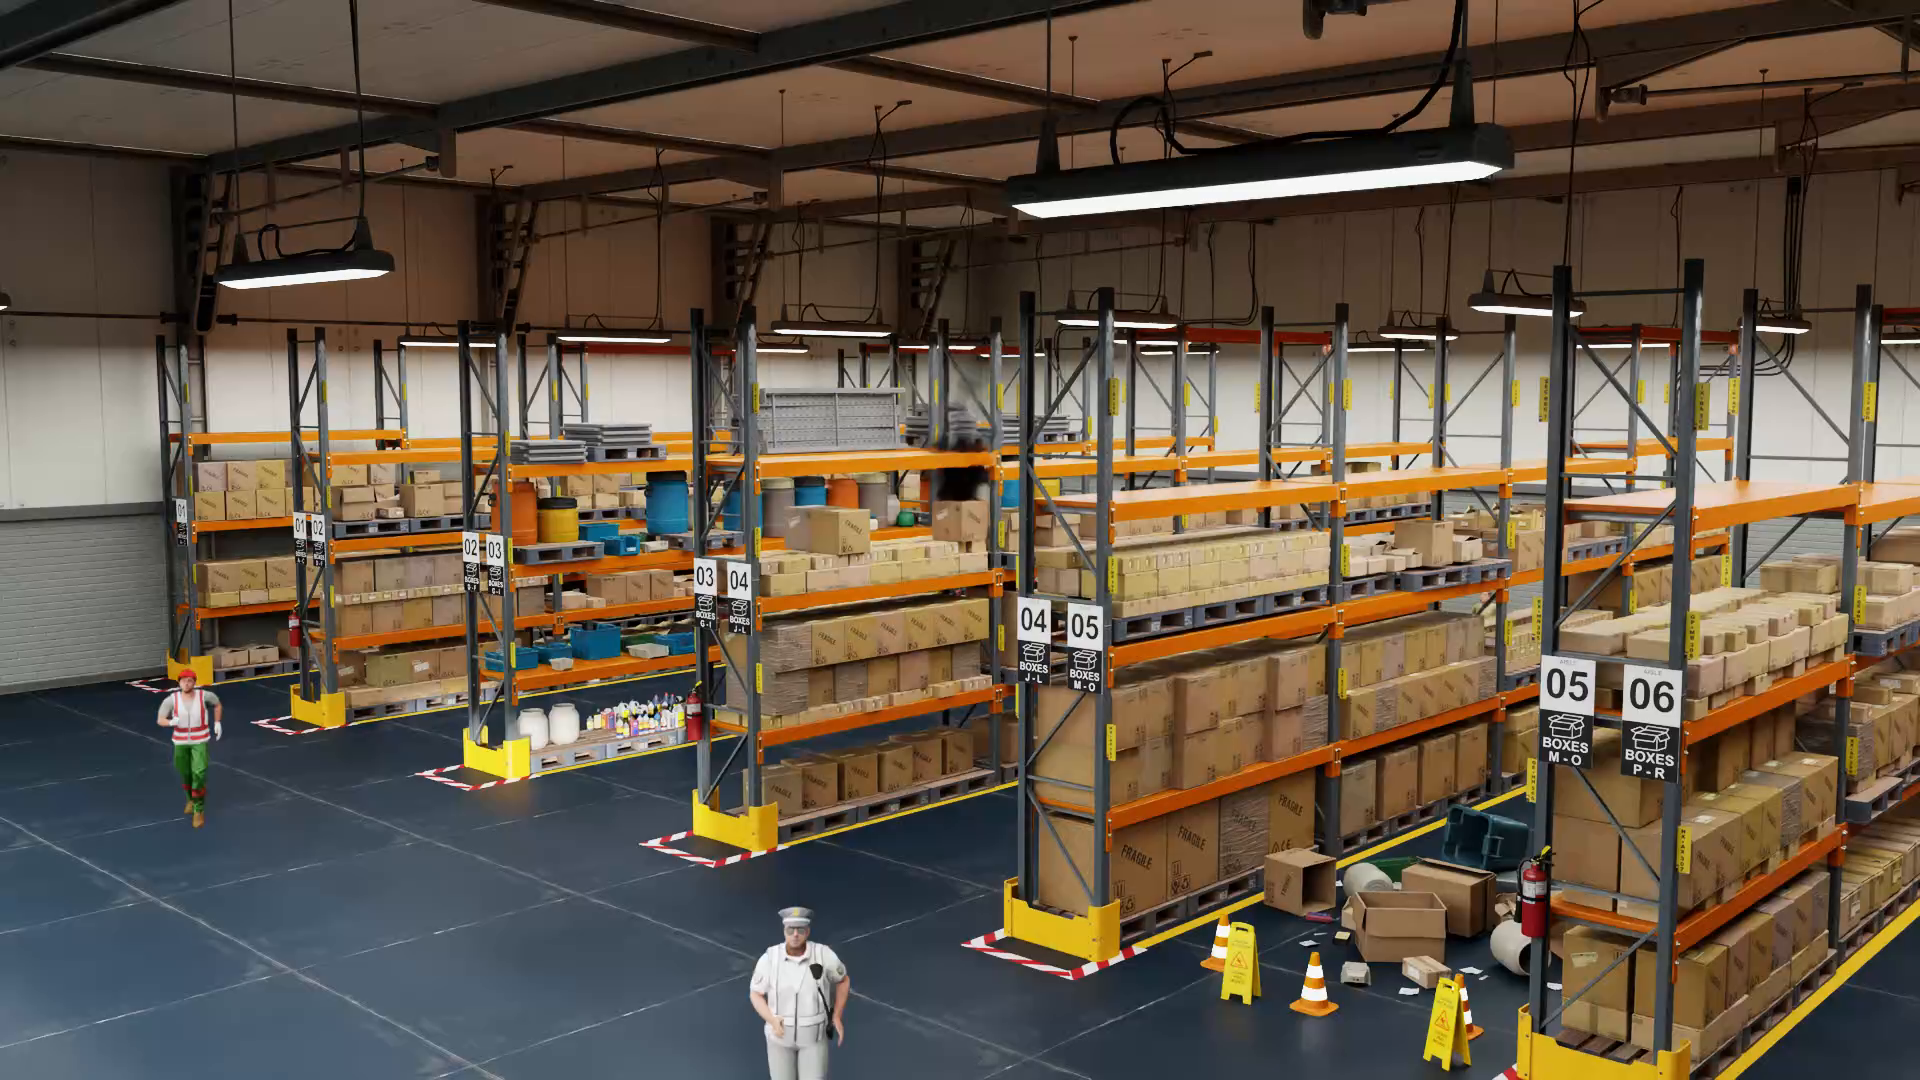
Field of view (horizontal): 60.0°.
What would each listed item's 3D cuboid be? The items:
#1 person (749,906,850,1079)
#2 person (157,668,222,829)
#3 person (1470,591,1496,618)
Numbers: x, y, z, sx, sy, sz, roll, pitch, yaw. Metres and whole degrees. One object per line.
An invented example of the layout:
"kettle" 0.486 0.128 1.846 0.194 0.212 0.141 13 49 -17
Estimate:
"person" -1.065 3.273 10.993 0.660 1.743 0.594 0 5 -1
"person" -9.083 2.419 19.621 0.661 1.846 0.836 -2 6 -16
"person" 9.051 1.658 28.664 0.587 1.650 0.624 2 6 23
